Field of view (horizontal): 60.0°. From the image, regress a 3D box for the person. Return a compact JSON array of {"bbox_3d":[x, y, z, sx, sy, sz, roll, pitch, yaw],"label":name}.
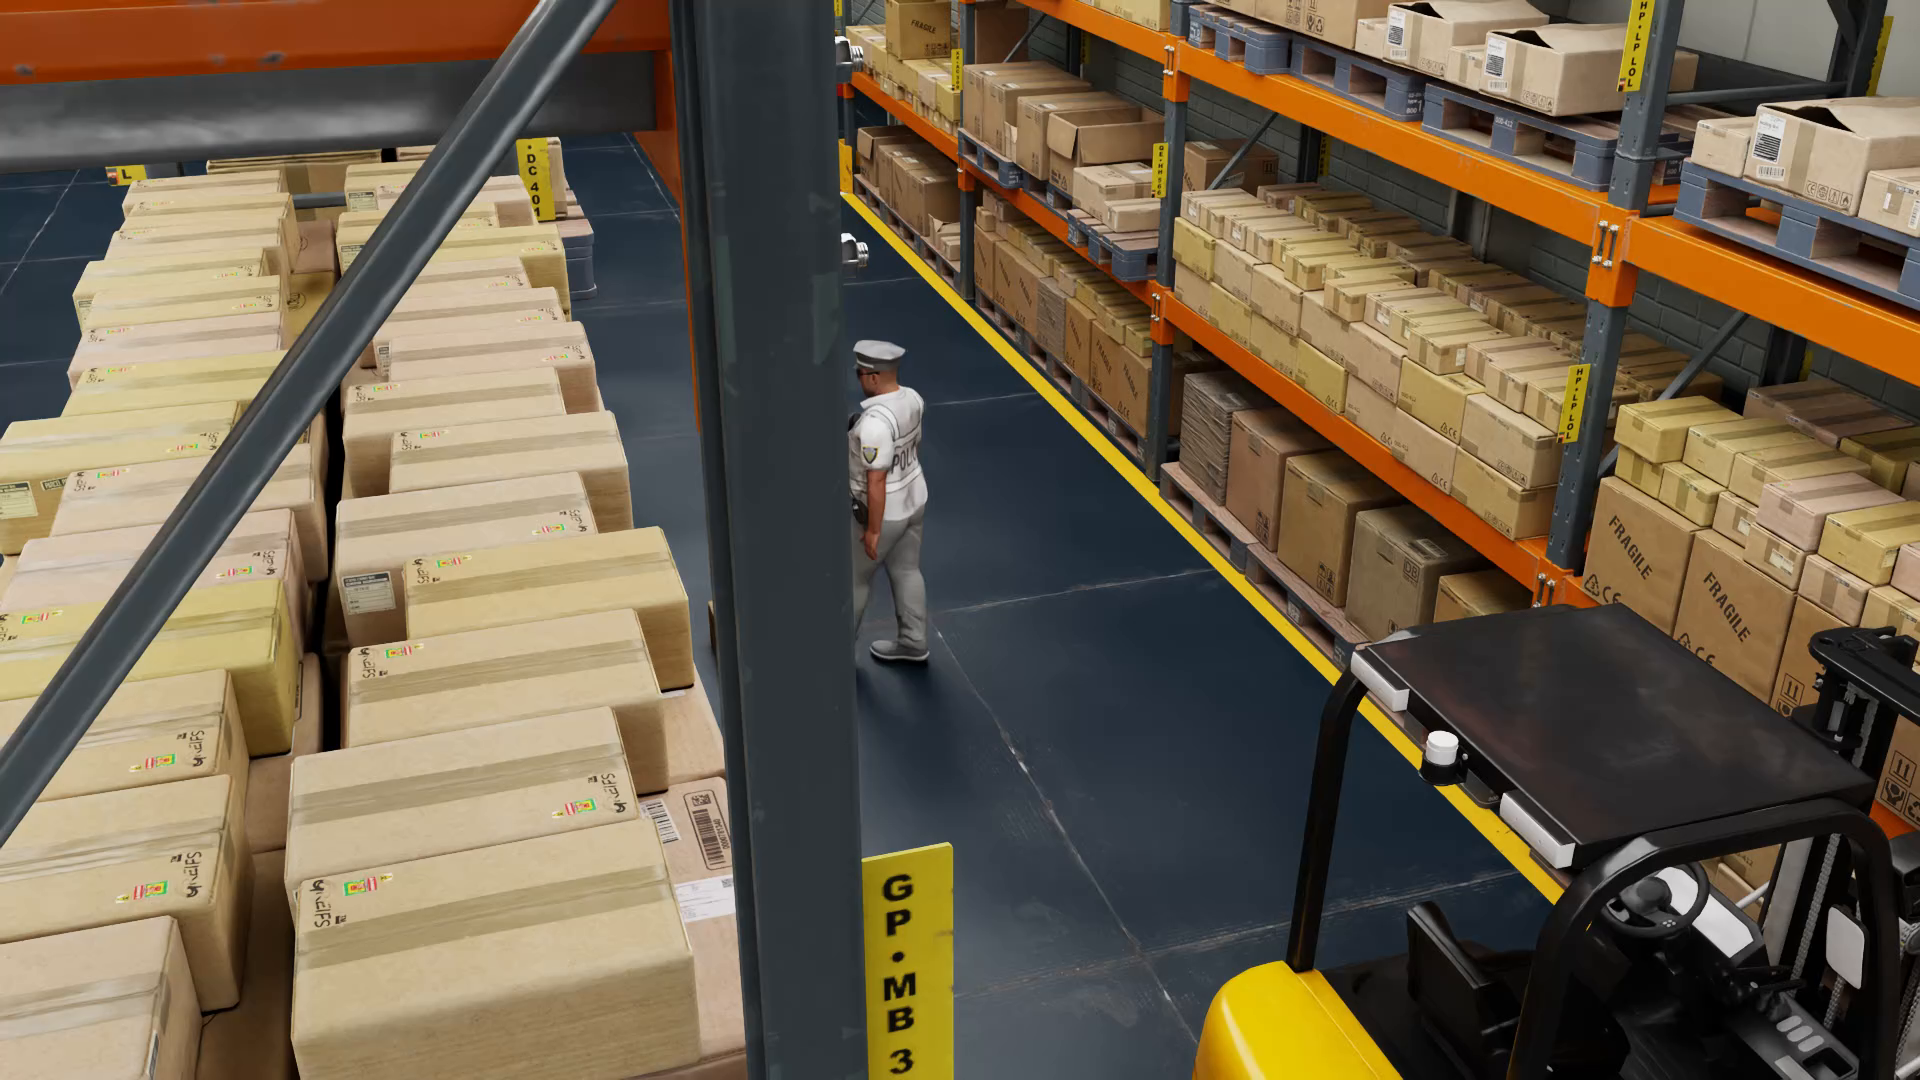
[{"bbox_3d":[-0.504,-0.187,8.468,0.707,1.740,0.552,13,29,24],"label":"person"}]
